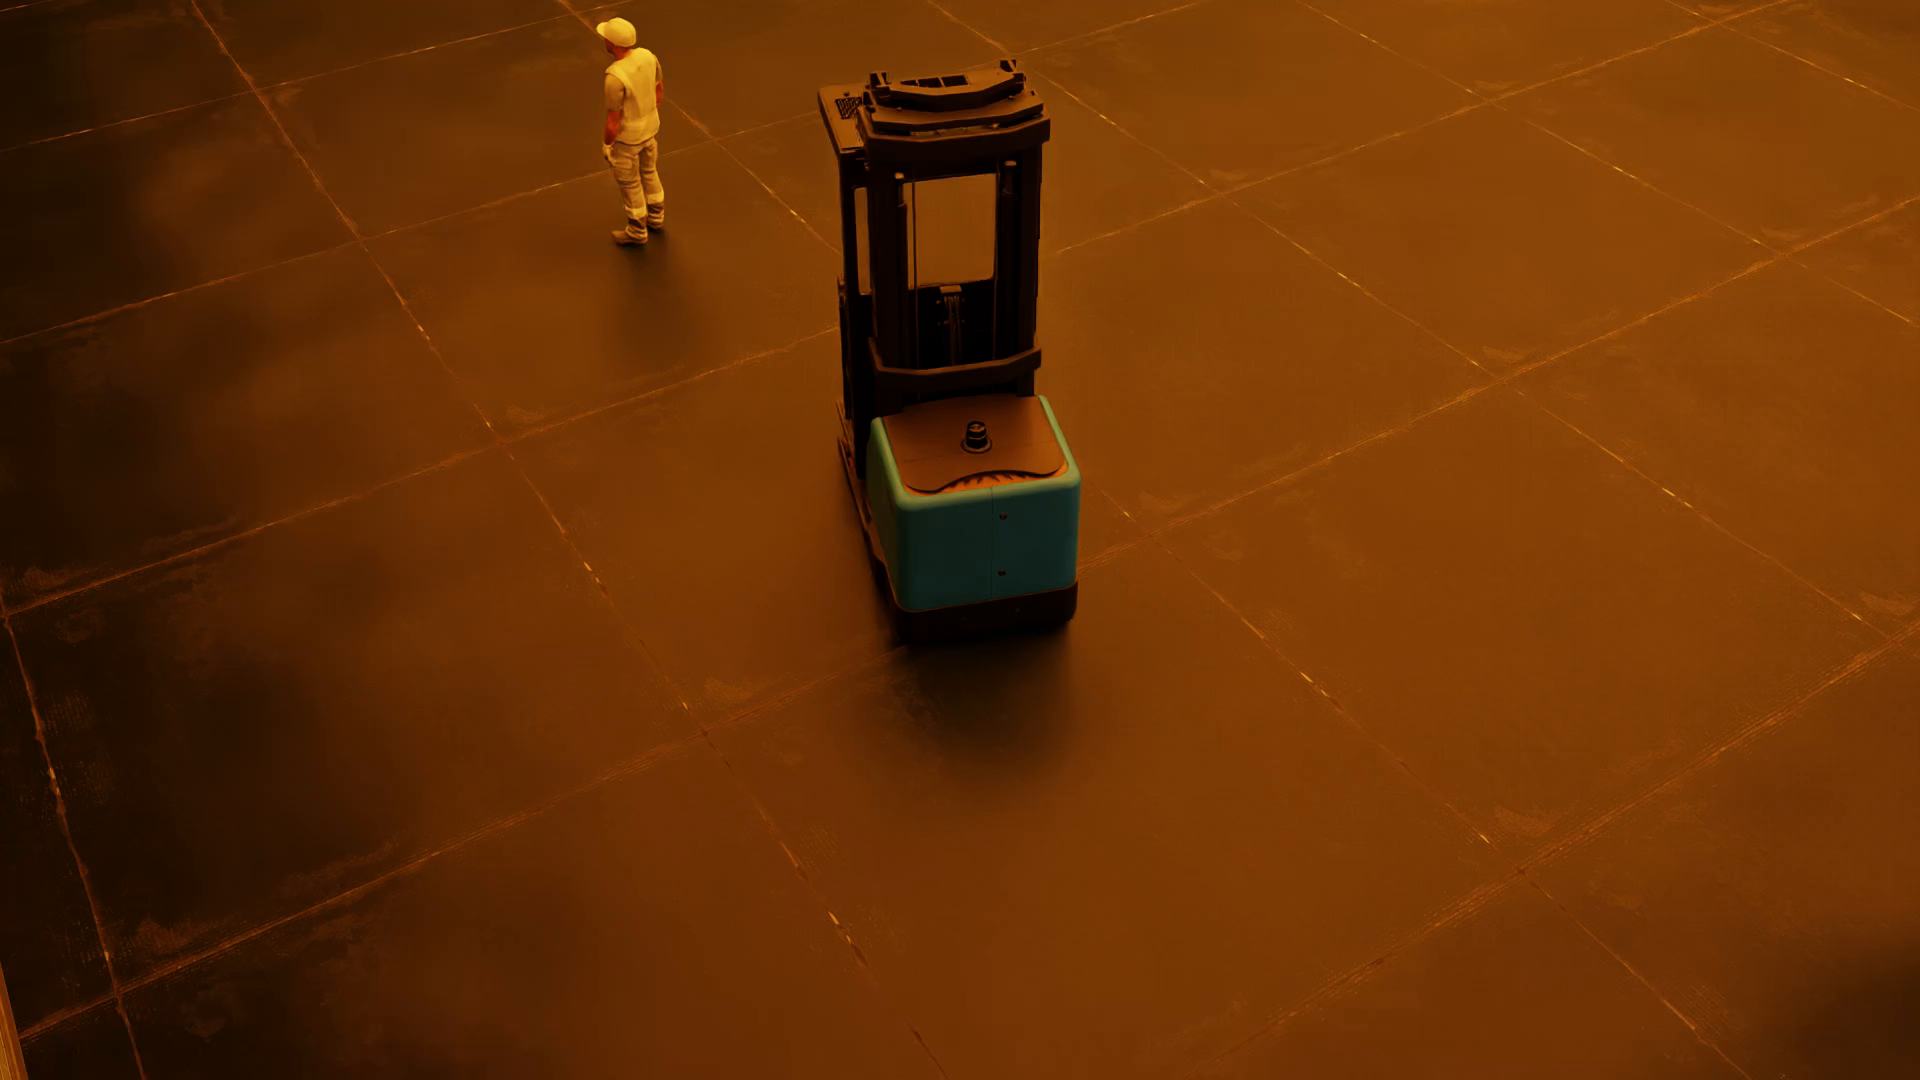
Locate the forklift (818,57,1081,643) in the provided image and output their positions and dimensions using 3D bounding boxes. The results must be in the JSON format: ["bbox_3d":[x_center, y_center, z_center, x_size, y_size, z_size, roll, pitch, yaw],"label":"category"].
[{"bbox_3d":[-0.159,-1.506,9.594,1.130,2.935,3.031,-8,42,-10],"label":"forklift"}]

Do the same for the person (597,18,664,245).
[{"bbox_3d":[-2.438,-2.994,12.165,0.513,1.797,0.634,21,45,22],"label":"person"}]
